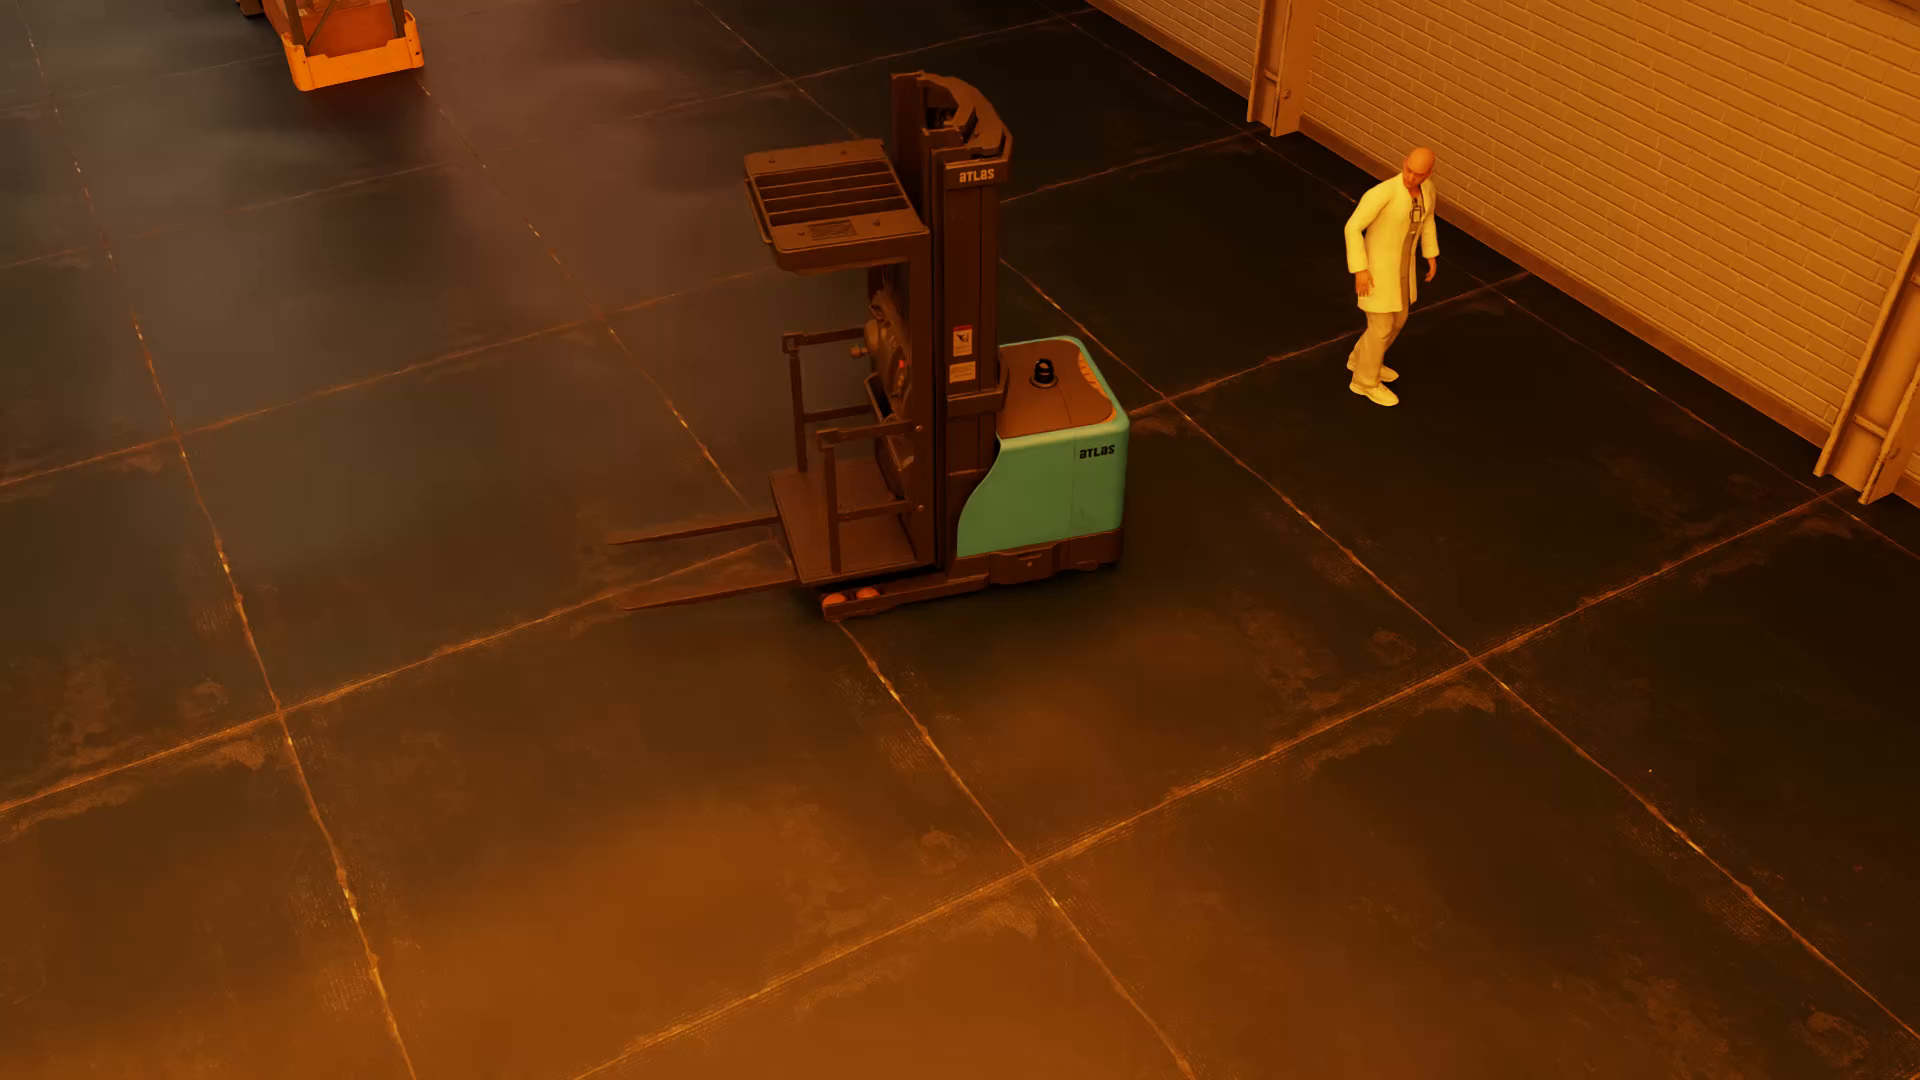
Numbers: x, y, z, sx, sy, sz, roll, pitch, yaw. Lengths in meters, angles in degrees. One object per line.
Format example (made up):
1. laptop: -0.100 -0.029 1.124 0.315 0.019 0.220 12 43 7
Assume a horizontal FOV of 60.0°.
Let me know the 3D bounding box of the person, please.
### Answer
1. person: 2.936 -1.779 11.101 0.798 1.760 0.552 -29 48 -30

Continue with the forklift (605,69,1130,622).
1. forklift: -0.588 -1.023 9.270 3.031 2.935 1.130 -10 41 -12
